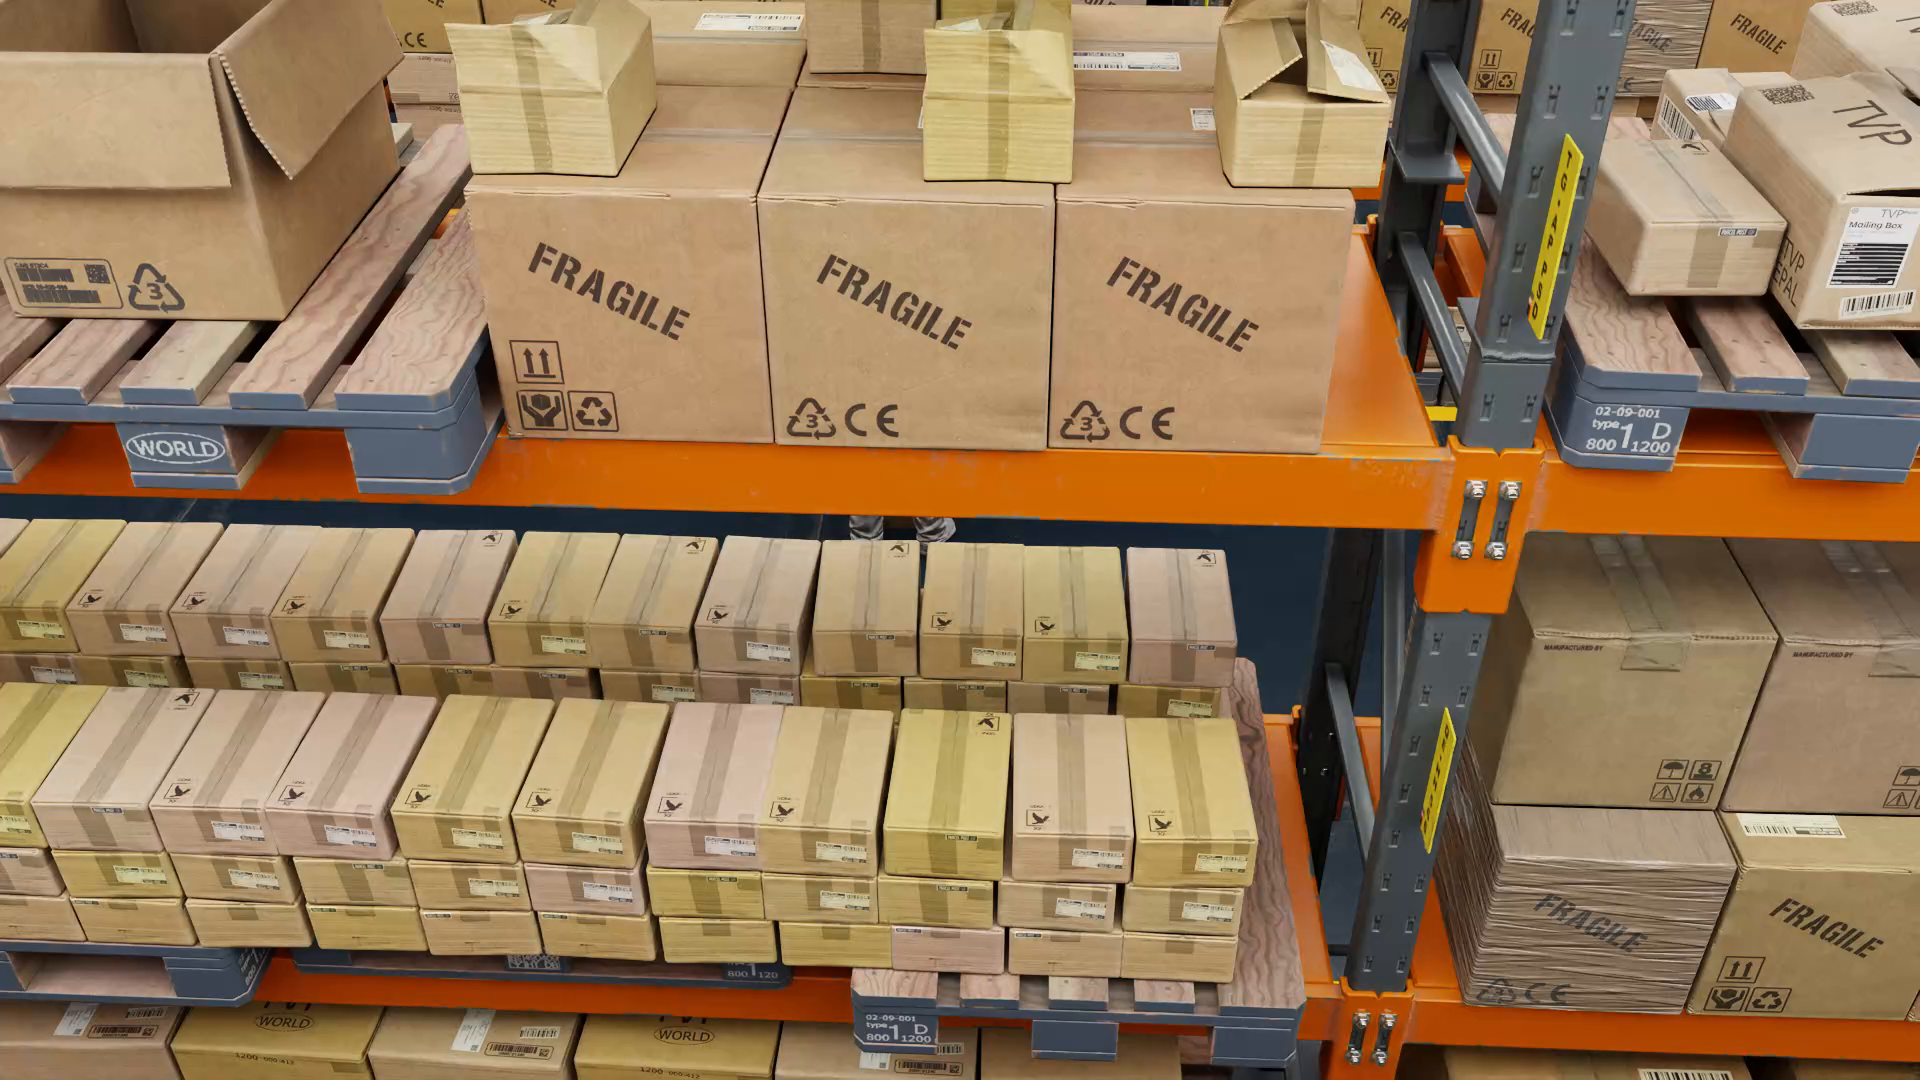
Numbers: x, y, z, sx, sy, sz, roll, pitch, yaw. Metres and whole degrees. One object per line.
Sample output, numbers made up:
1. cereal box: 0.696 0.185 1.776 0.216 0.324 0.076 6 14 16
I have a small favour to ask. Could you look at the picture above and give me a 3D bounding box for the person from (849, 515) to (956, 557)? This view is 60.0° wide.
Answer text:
1. person: -0.299 -0.710 7.136 0.618 1.774 0.447 2 35 2
